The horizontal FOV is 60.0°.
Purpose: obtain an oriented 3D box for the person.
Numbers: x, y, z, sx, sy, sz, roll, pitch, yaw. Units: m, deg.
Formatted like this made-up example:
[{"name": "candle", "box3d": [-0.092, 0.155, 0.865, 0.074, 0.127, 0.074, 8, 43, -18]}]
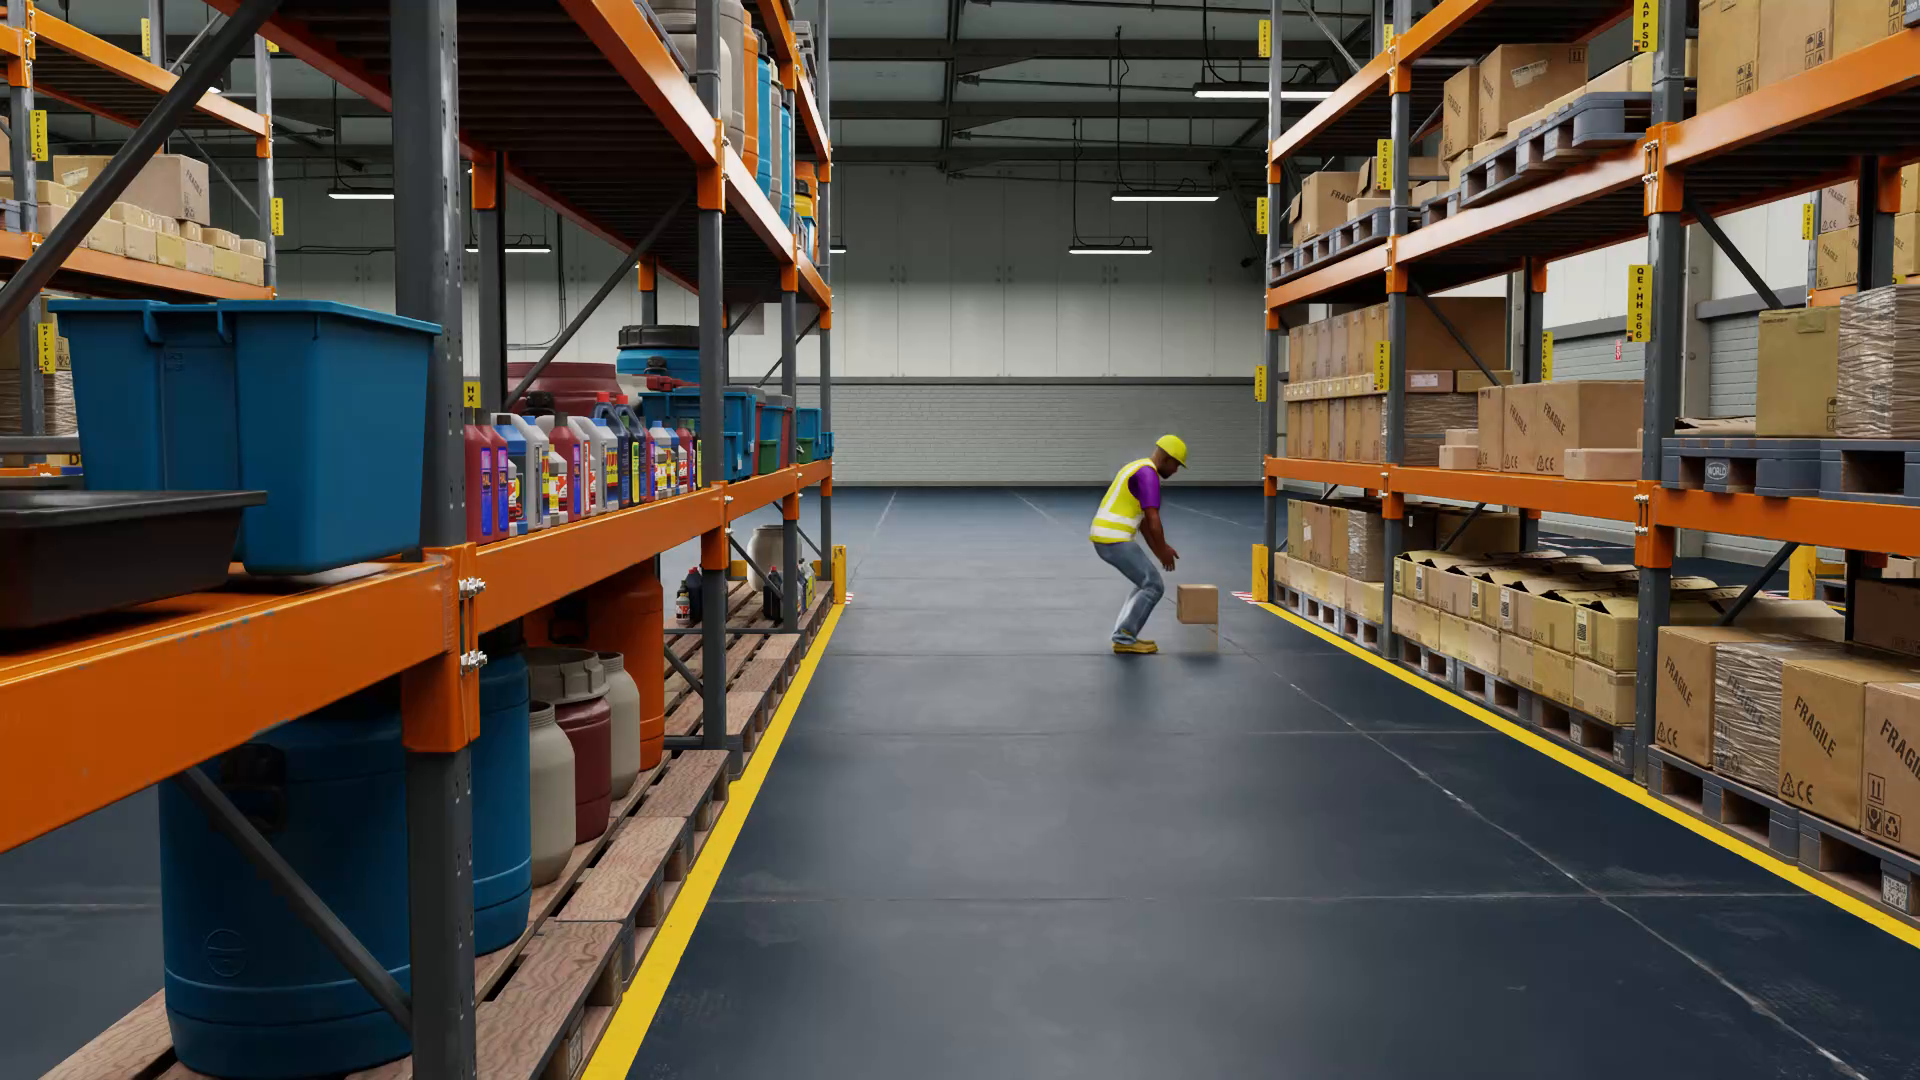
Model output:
[{"name": "person", "box3d": [1.255, 0.018, 11.700, 0.687, 1.517, 0.627, 0, 4, -1]}]
